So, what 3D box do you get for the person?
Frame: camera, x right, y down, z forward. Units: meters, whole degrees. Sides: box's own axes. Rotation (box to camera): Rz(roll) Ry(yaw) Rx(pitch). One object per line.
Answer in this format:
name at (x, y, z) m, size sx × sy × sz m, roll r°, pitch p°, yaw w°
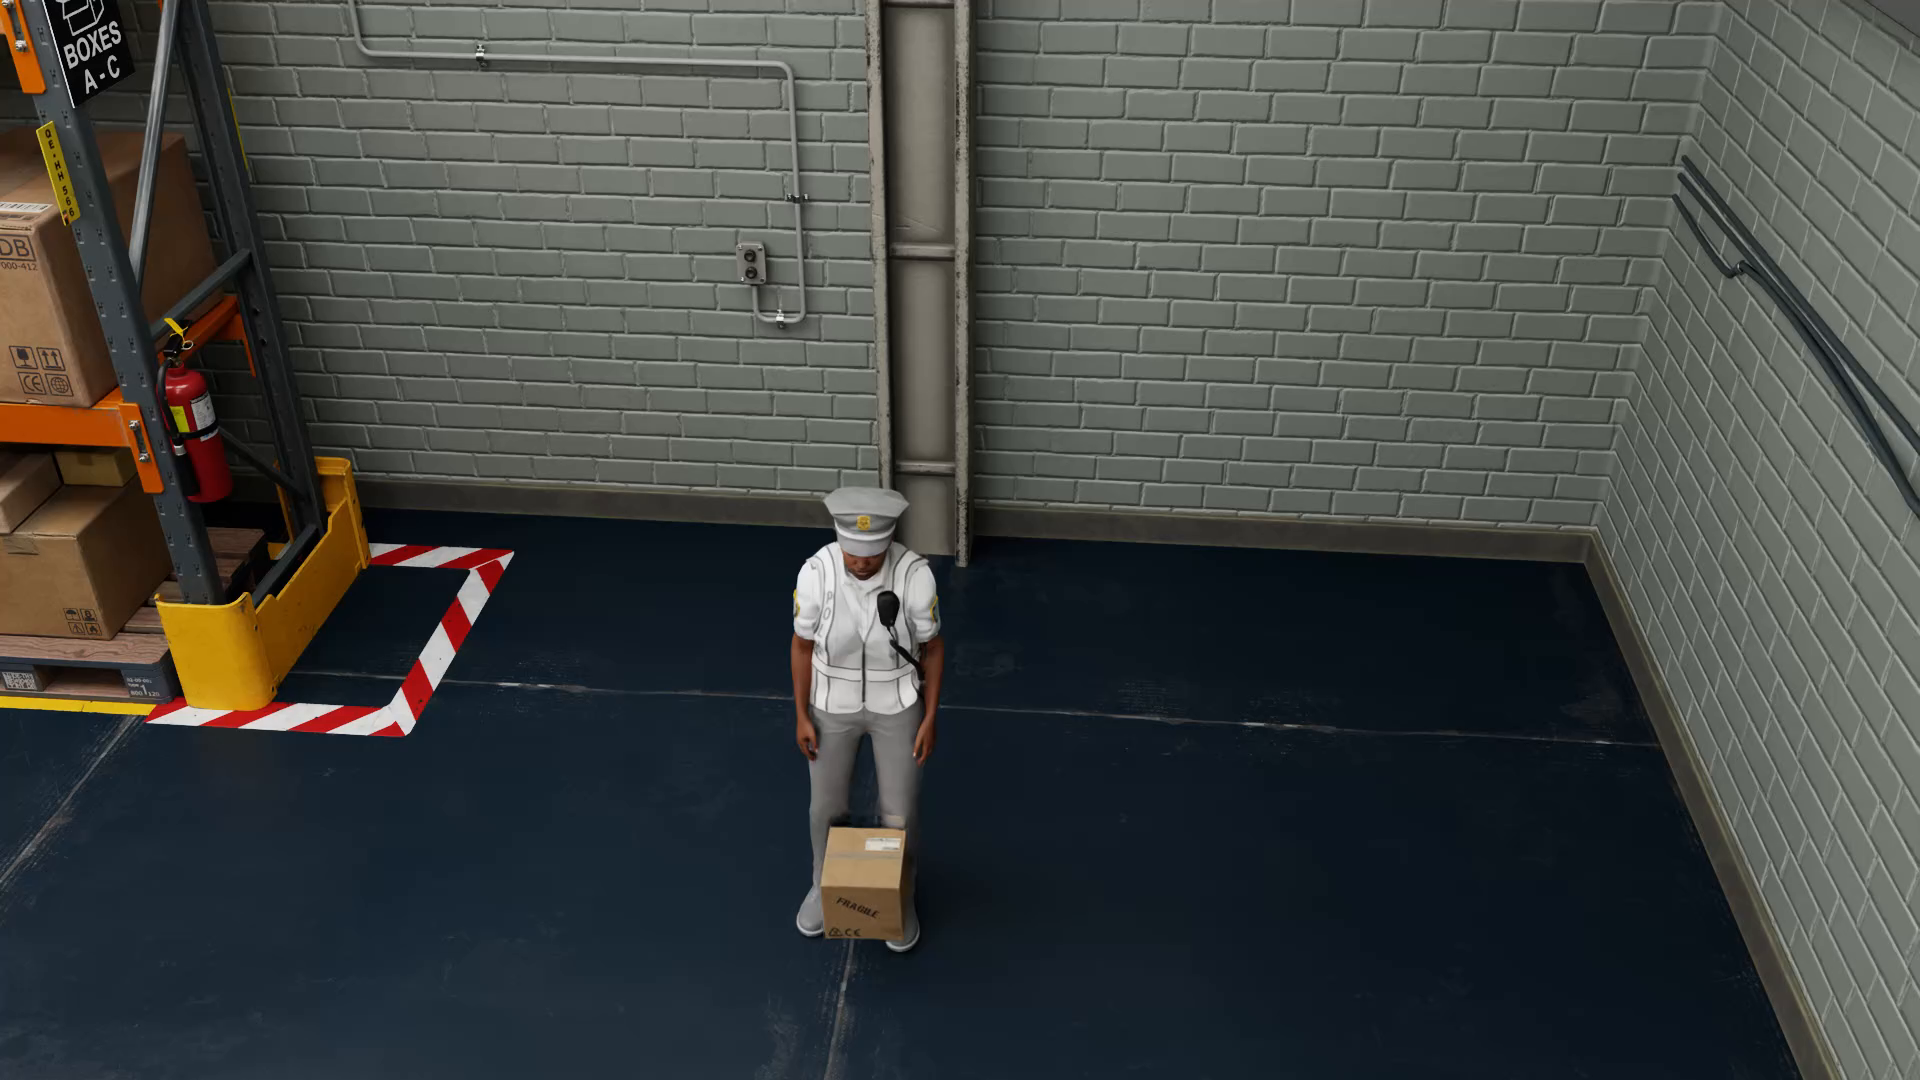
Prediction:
person at (-0.299, 0.555, 5.249) m, size 0.498 × 1.665 × 0.424 m, roll 2°, pitch 32°, yaw 3°
